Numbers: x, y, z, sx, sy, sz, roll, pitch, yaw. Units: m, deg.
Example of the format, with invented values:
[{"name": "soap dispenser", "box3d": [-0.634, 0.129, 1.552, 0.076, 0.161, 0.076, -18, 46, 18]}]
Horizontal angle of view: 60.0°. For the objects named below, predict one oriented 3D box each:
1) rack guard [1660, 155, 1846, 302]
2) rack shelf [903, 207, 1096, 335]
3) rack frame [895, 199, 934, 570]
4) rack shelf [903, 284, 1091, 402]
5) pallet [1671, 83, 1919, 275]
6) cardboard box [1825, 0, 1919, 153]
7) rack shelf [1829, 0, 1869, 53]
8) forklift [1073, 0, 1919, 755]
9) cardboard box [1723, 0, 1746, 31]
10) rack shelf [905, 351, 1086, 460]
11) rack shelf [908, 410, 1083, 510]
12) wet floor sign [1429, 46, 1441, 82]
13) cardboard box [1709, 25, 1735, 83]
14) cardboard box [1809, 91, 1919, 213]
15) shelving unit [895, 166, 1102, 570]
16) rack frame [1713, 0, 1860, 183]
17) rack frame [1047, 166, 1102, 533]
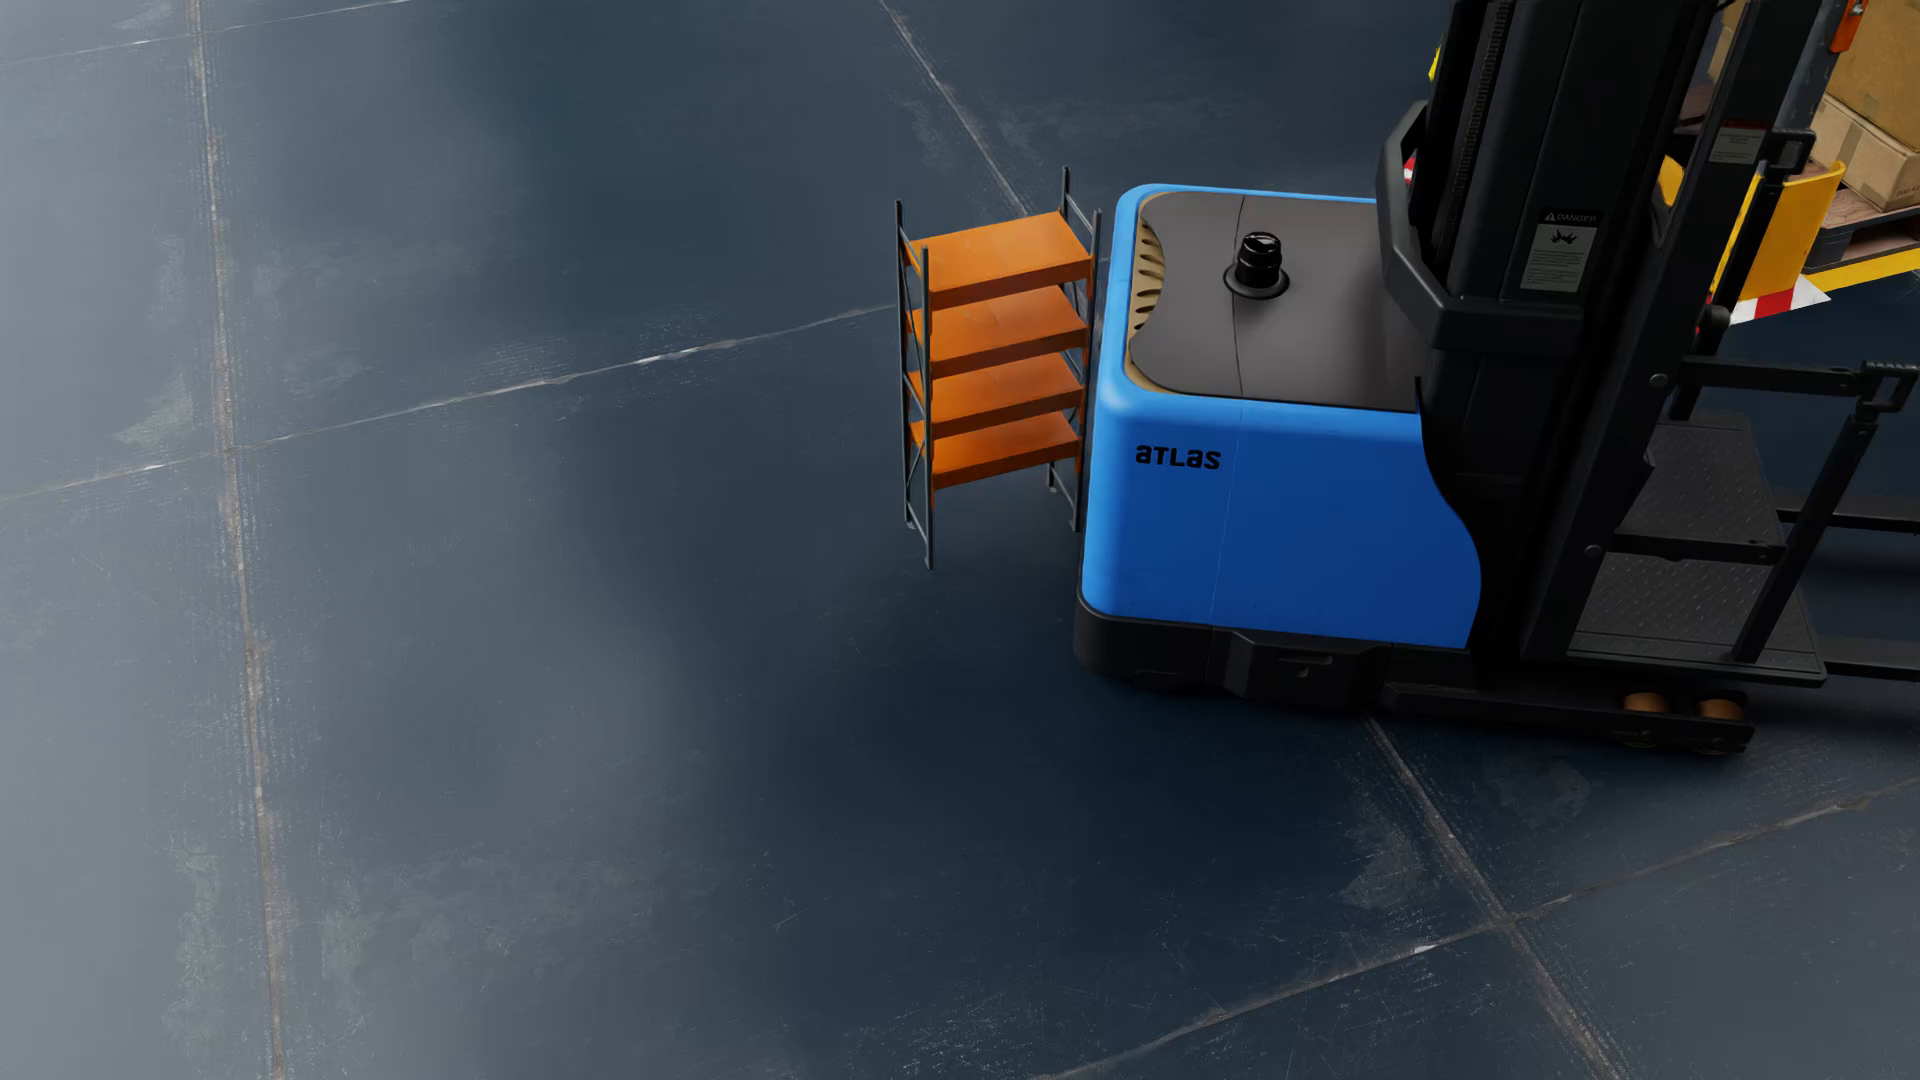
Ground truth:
[{"name": "rack guard", "box3d": [2.780, -1.471, 6.363, 0.348, 0.500, 1.175, -14, 47, -14]}, {"name": "rack shelf", "box3d": [0.101, -0.747, 4.592, 0.480, 0.148, 0.258, -14, 47, -14]}, {"name": "rack frame", "box3d": [-0.129, -0.411, 4.813, 0.015, 1.200, 0.240, -14, 47, -14]}, {"name": "rack shelf", "box3d": [0.101, -0.580, 4.760, 0.480, 0.148, 0.258, -14, 47, -14]}, {"name": "pallet", "box3d": [3.556, -1.541, 6.637, 1.213, 0.211, 1.003, -14, 47, -14]}, {"name": "cardboard box", "box3d": [3.583, -1.793, 6.035, 0.500, 0.500, 0.500, -16, 47, -15]}, {"name": "rack shelf", "box3d": [4.589, -2.562, 6.194, 4.000, 0.370, 1.077, -14, 47, -14]}, {"name": "forklift", "box3d": [1.885, -0.837, 4.014, 3.031, 2.935, 1.130, 5, 45, 5]}, {"name": "cardboard box", "box3d": [3.373, -2.144, 6.384, 0.500, 0.500, 0.500, -14, 47, -14]}, {"name": "rack shelf", "box3d": [0.101, -0.422, 4.918, 0.480, 0.148, 0.258, -14, 47, -14]}, {"name": "rack shelf", "box3d": [0.101, -0.282, 5.059, 0.480, 0.148, 0.258, -14, 47, -14]}, {"name": "wet floor sign", "box3d": [2.166, -2.171, 6.958, 0.232, 0.644, 0.267, 0, 45, 0]}, {"name": "cardboard box", "box3d": [3.400, -1.892, 6.663, 0.500, 0.250, 0.500, -15, 47, -14]}, {"name": "cardboard box", "box3d": [3.561, -1.522, 6.294, 0.500, 0.250, 0.500, -15, 47, -14]}, {"name": "shelving unit", "box3d": [0.101, -0.469, 4.871, 0.503, 1.200, 0.258, -14, 47, -14]}, {"name": "rack frame", "box3d": [2.708, -2.335, 5.460, 0.127, 3.000, 1.000, -14, 47, -14]}, {"name": "rack frame", "box3d": [0.331, -0.527, 4.929, 0.015, 1.200, 0.240, -14, 47, -14]}]
